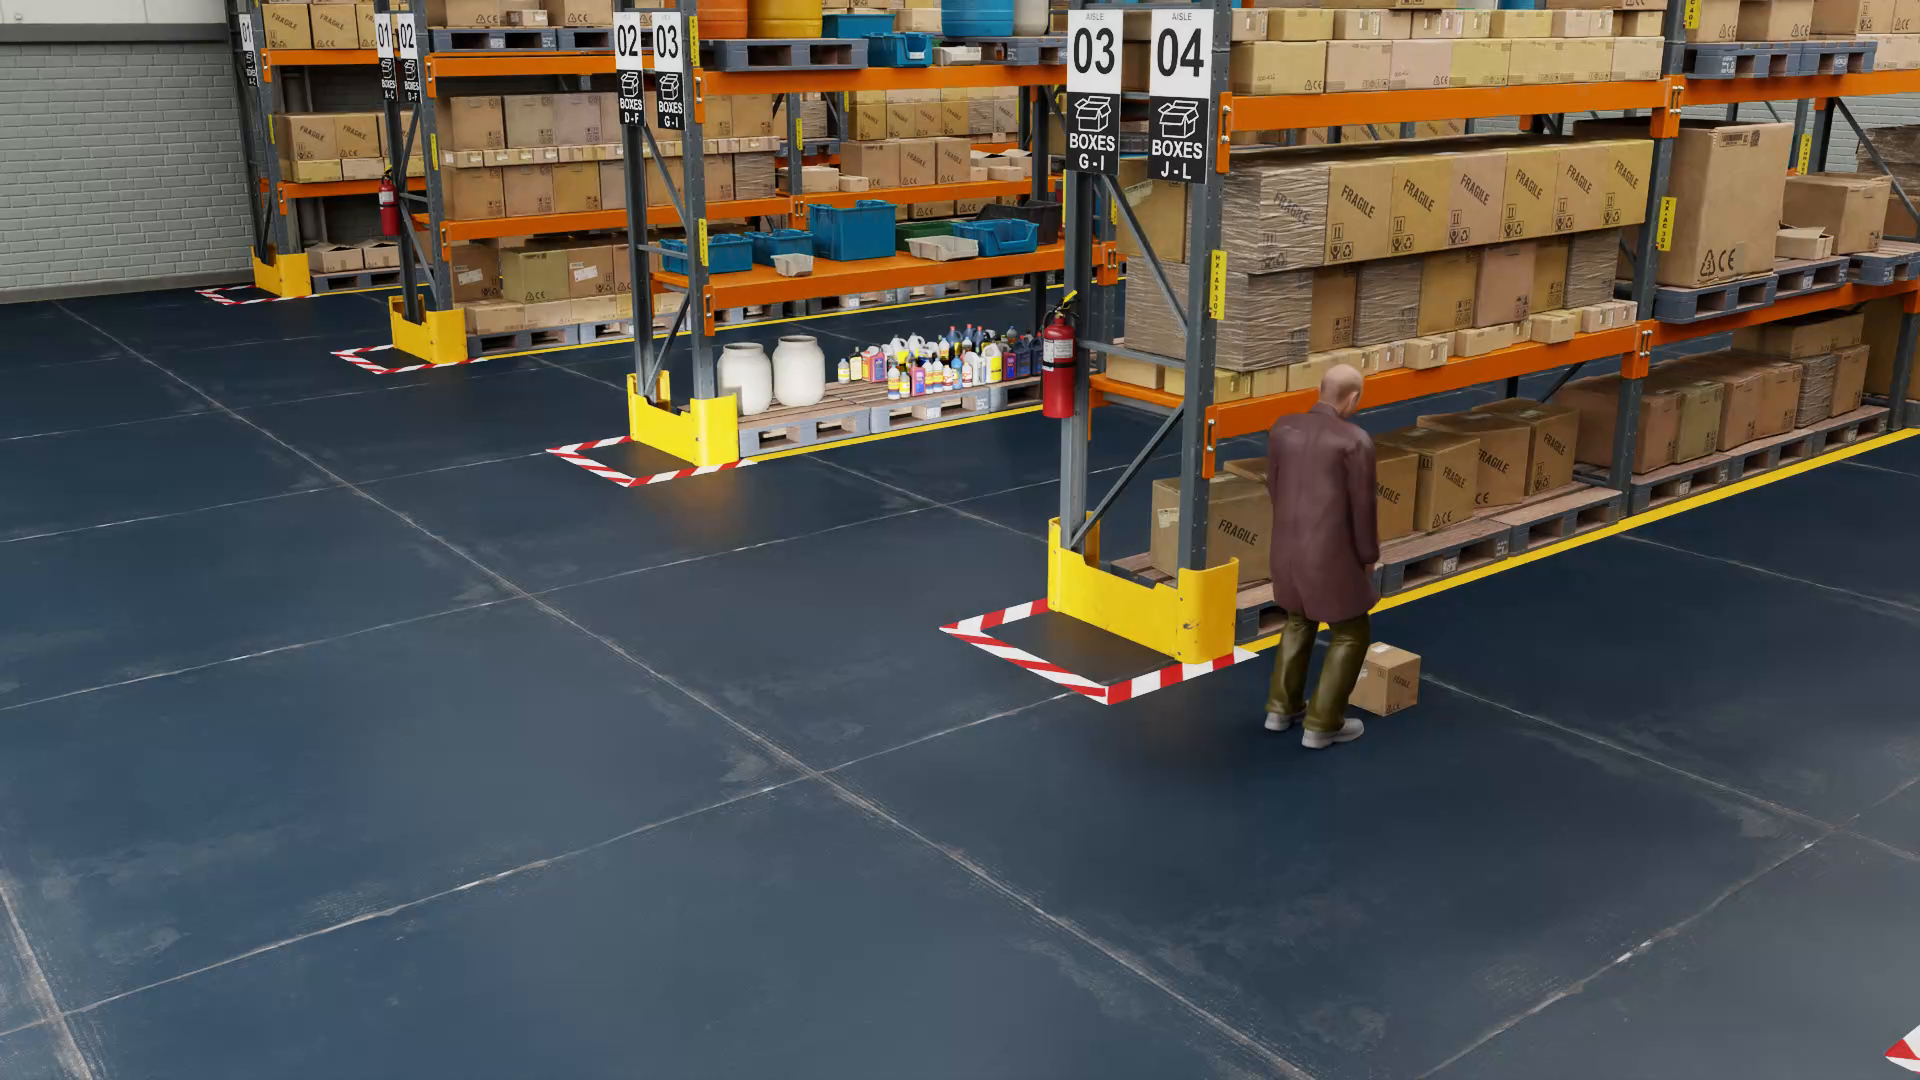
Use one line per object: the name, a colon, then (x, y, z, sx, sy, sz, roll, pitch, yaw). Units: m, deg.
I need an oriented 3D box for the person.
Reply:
person: (1.613, 0.068, 7.490, 0.448, 1.710, 0.595, -13, 22, -35)
